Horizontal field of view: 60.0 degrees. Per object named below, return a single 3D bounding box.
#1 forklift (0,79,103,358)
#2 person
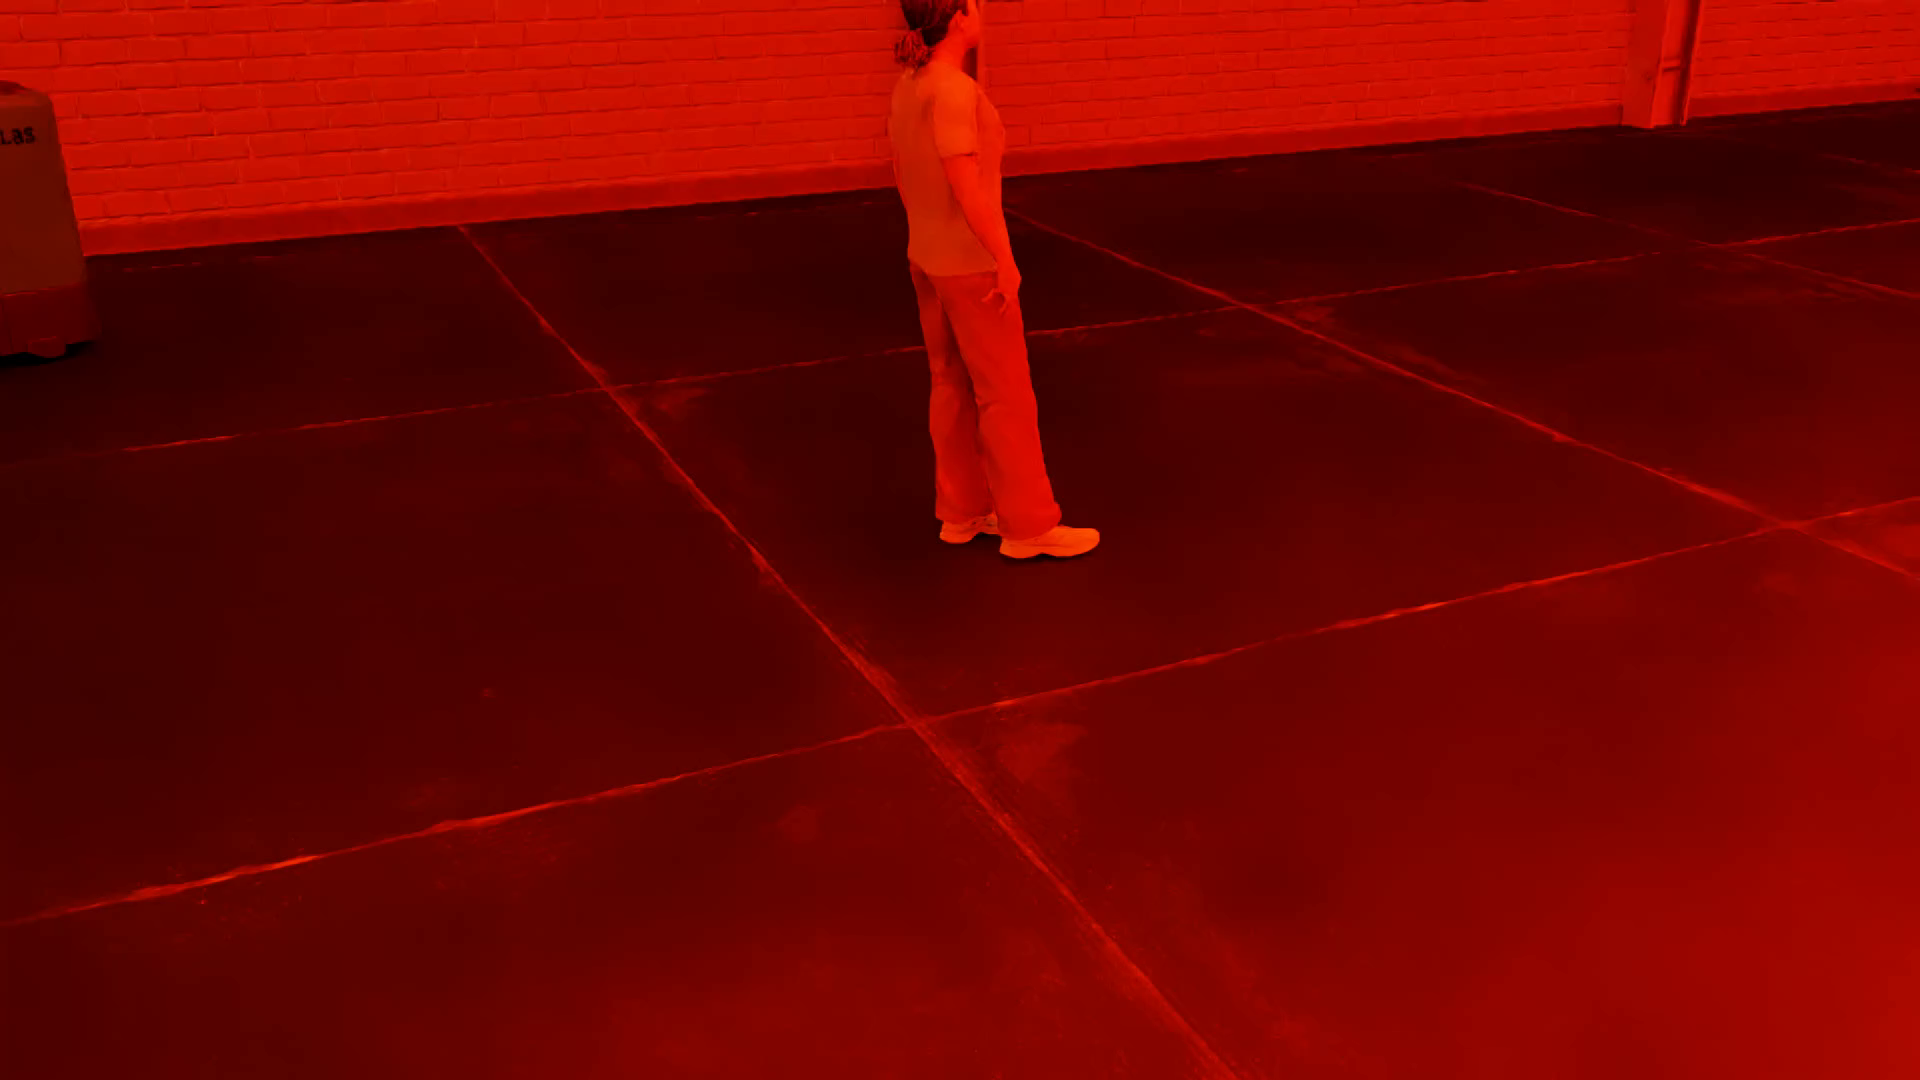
[{"bbox_3d":[-5.002,-1.872,5.791,1.130,2.935,3.031,21,30,41],"label":"forklift"},{"bbox_3d":[0.072,-0.789,4.802,0.548,1.674,0.554,-10,25,-23],"label":"person"}]
